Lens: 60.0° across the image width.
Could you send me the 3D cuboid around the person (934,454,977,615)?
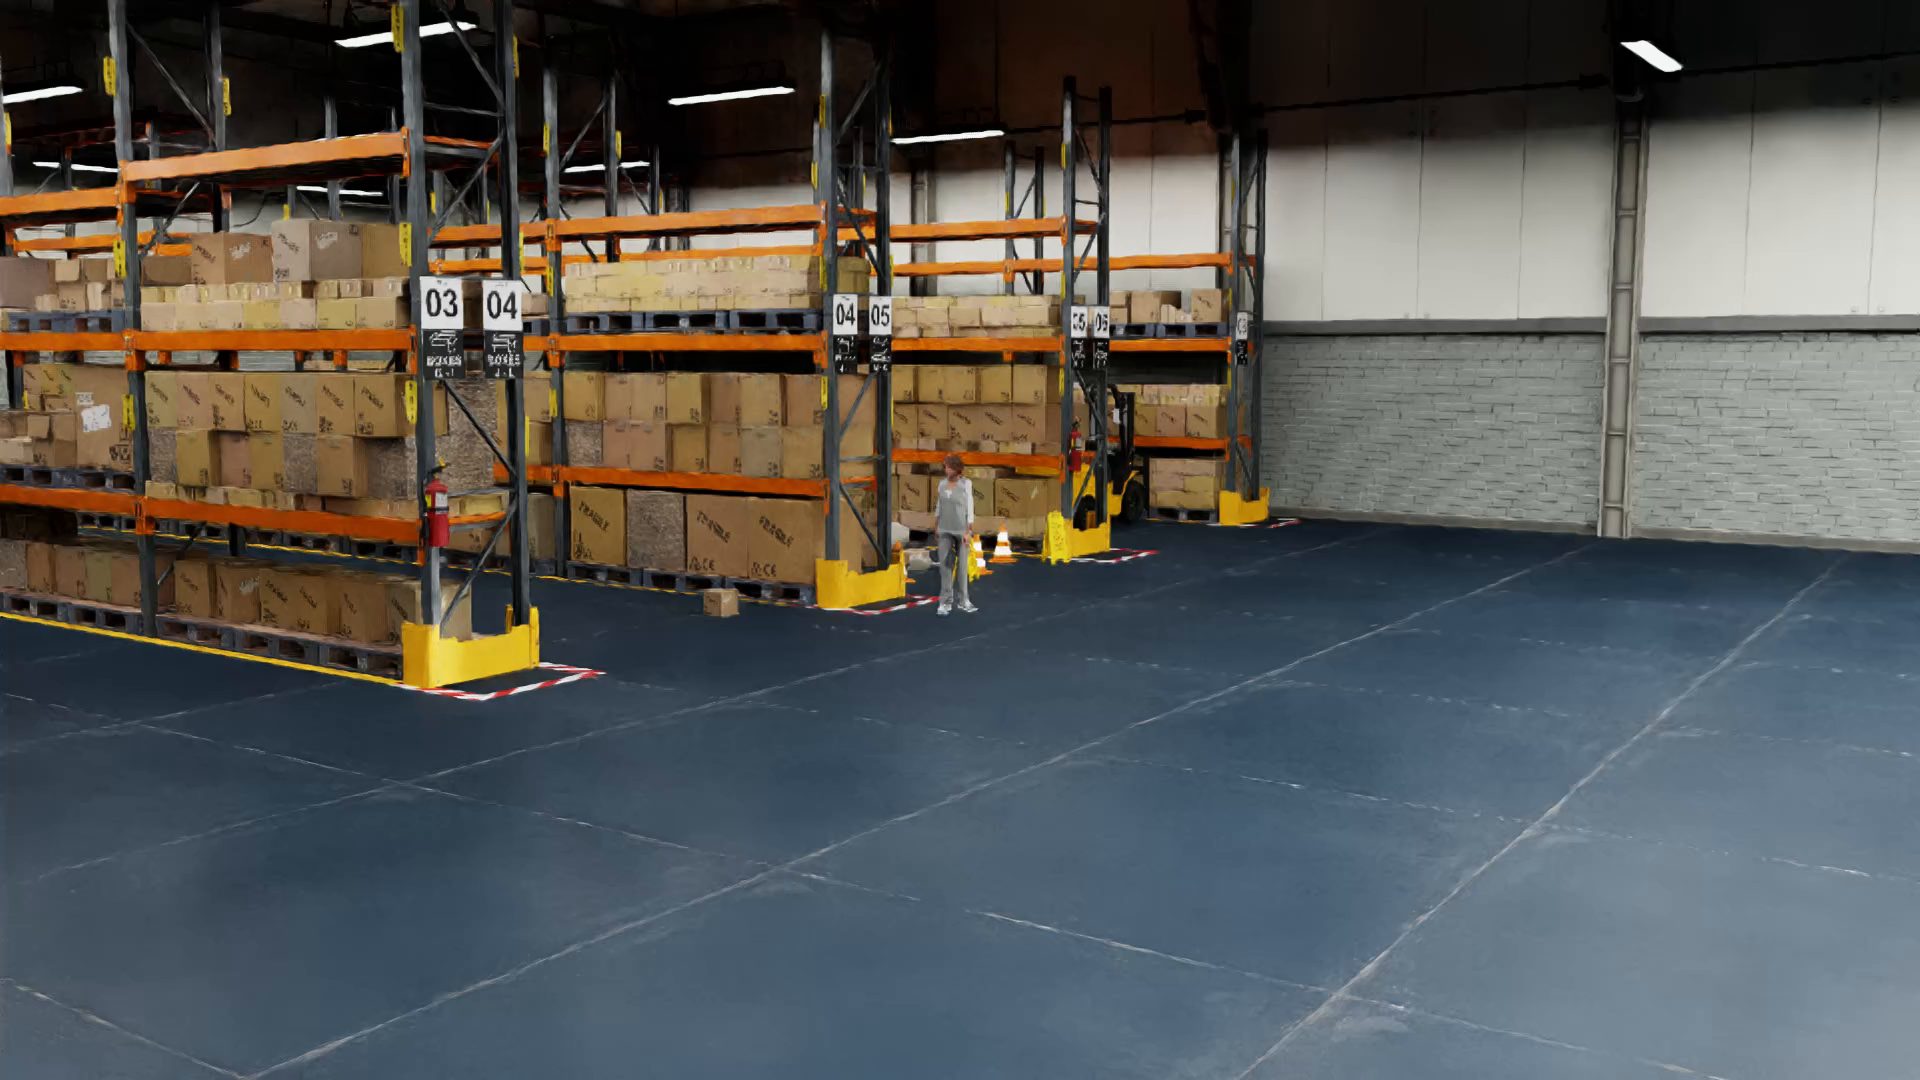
[{"bbox_3d":[-0.043,-0.047,16.648,0.434,1.641,0.384,2,7,19],"label":"person"}]
